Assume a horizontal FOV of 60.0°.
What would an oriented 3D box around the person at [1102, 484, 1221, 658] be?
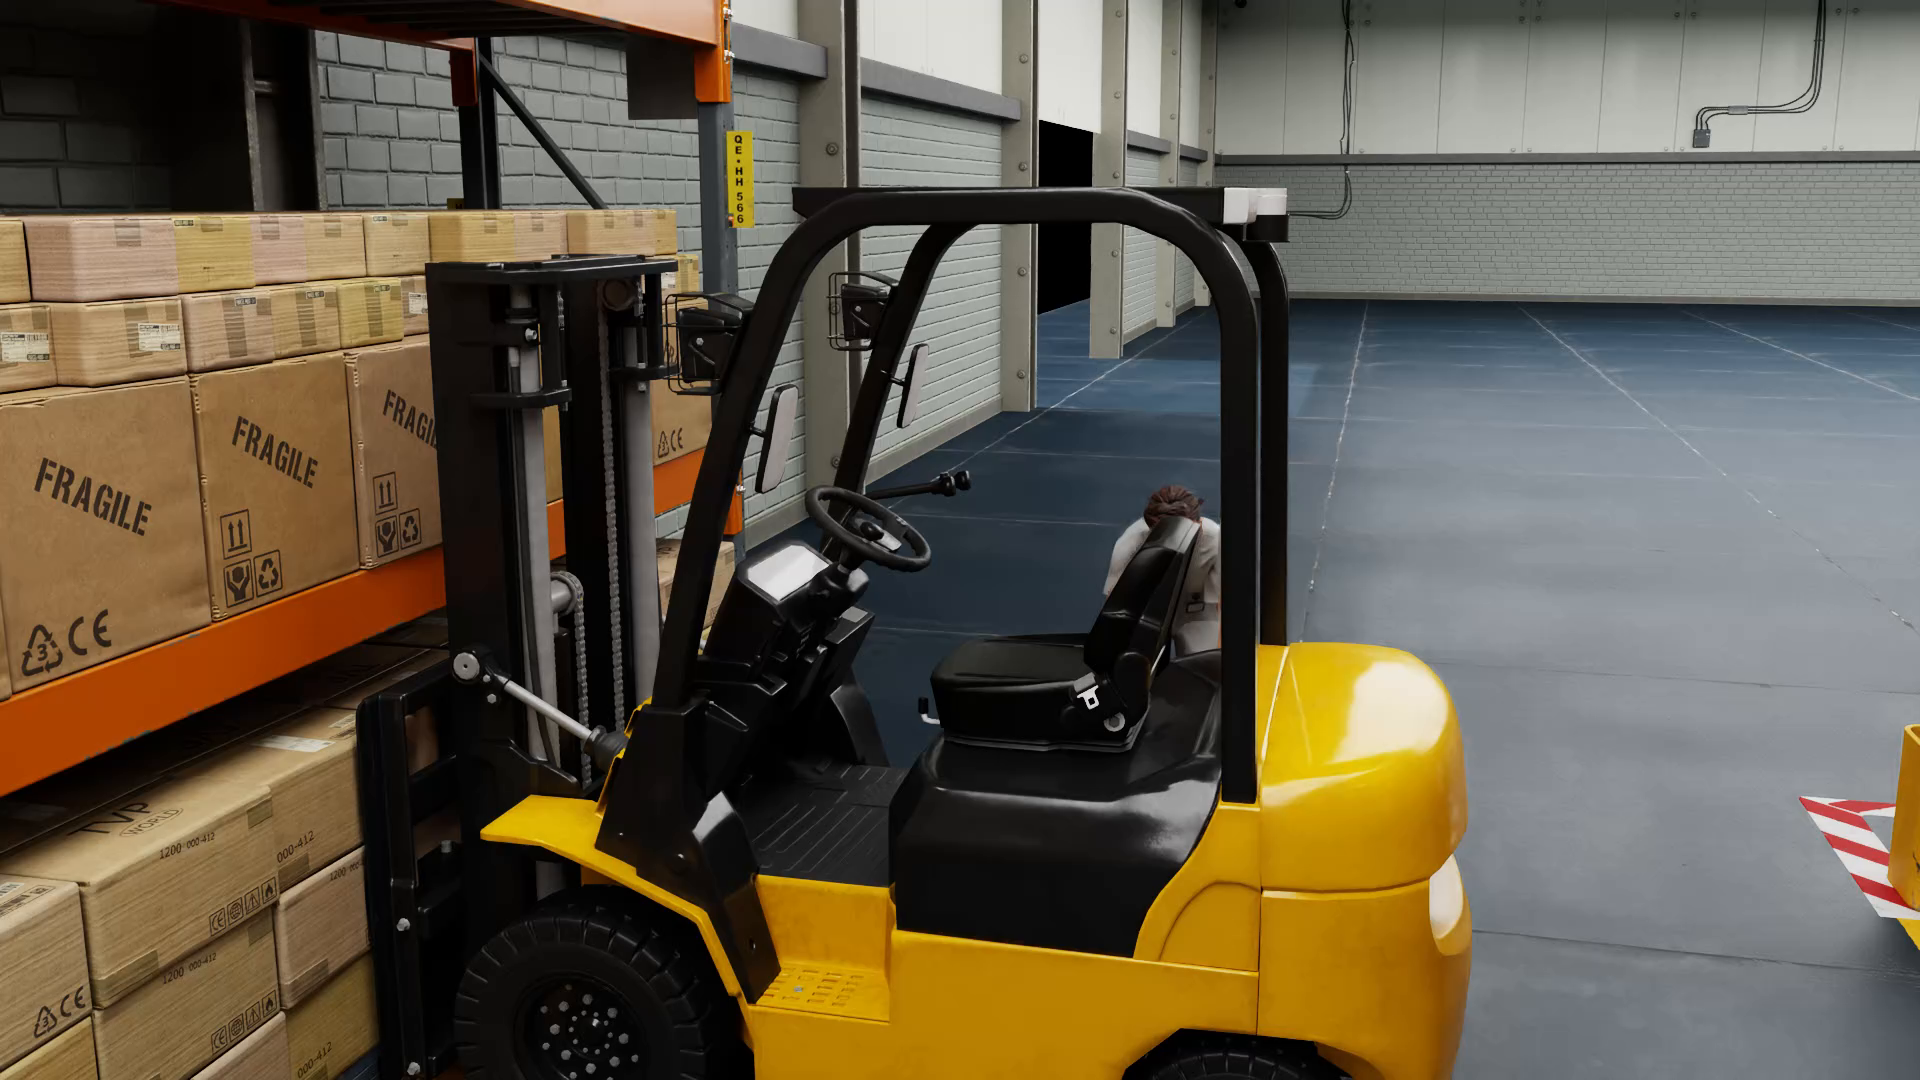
[{"bbox_3d":[0.748,0.368,5.797,0.496,1.221,0.716,3,12,14],"label":"person"}]
